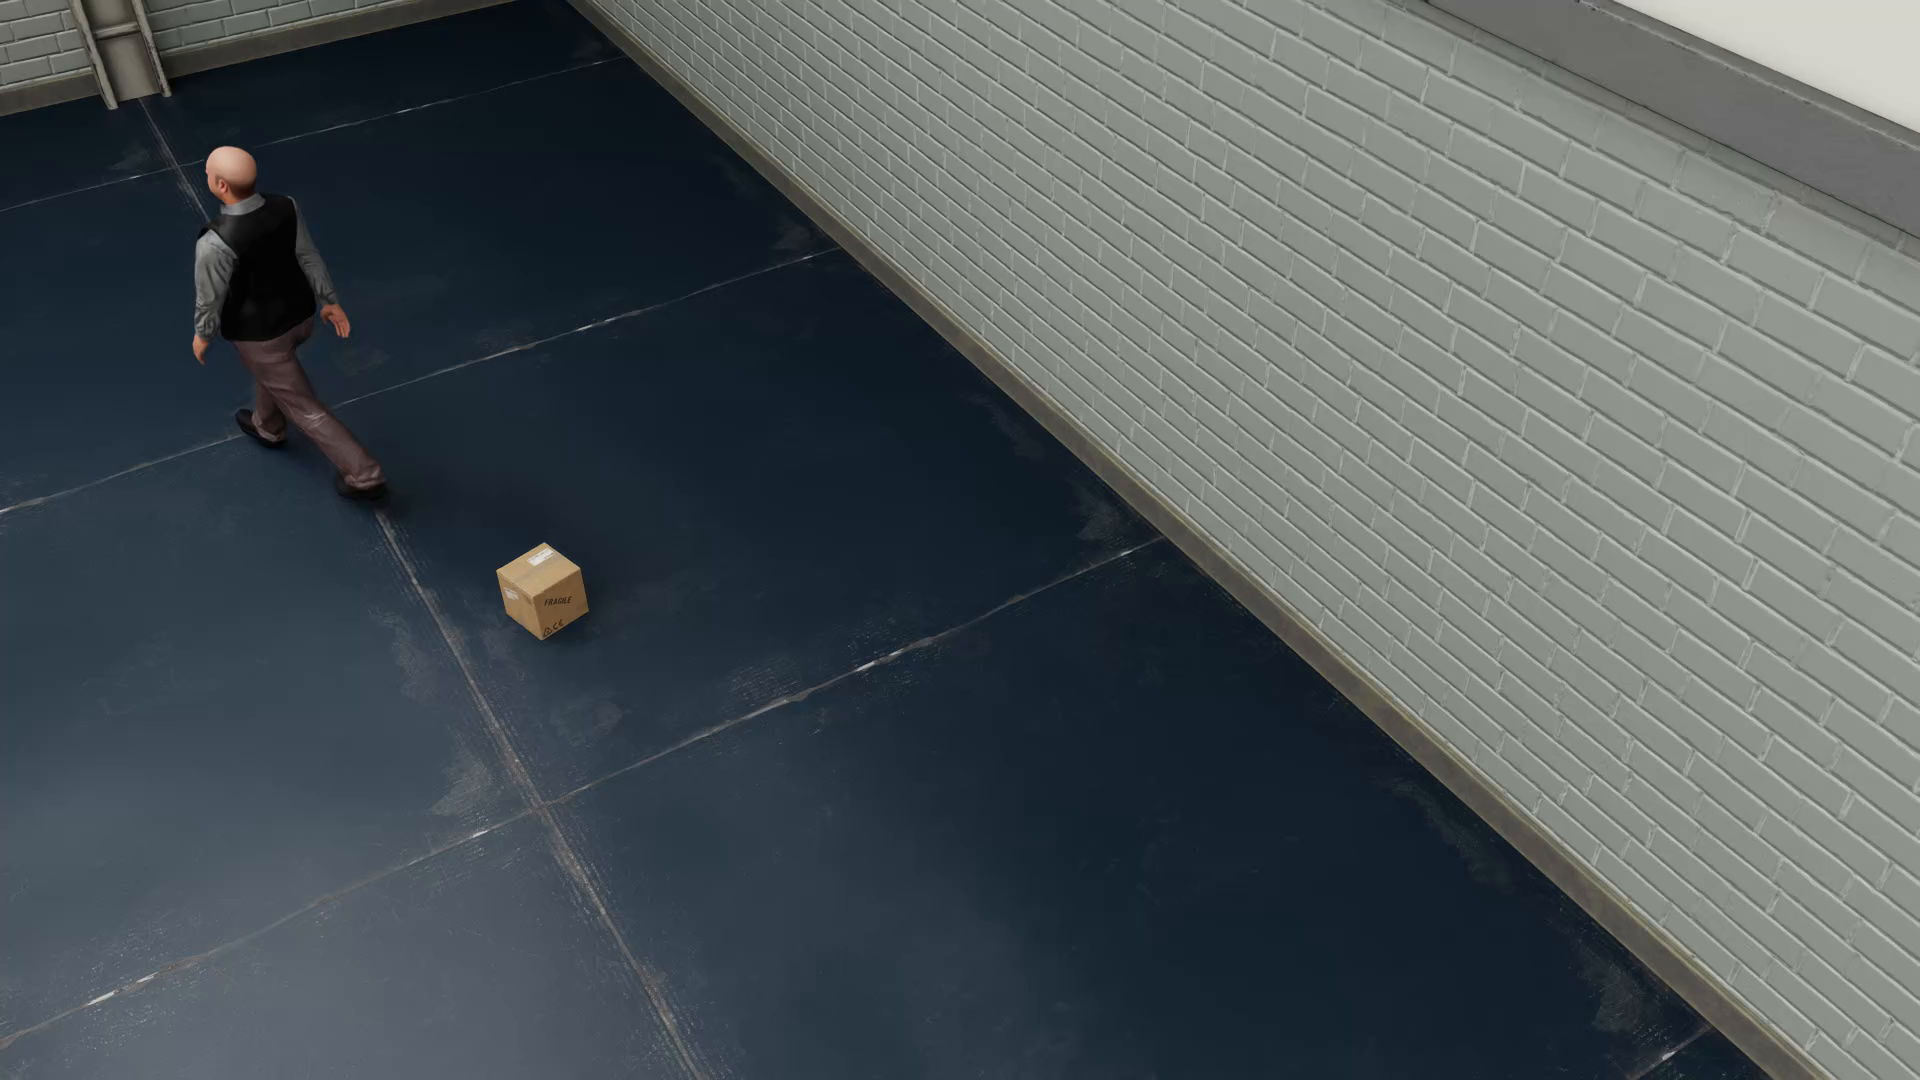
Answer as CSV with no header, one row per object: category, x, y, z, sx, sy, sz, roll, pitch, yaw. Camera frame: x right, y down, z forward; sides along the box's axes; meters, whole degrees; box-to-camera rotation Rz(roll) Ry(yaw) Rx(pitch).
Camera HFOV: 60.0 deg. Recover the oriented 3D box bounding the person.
person,-3.071,-0.962,7.315,1.064,1.670,0.564,15,43,17
